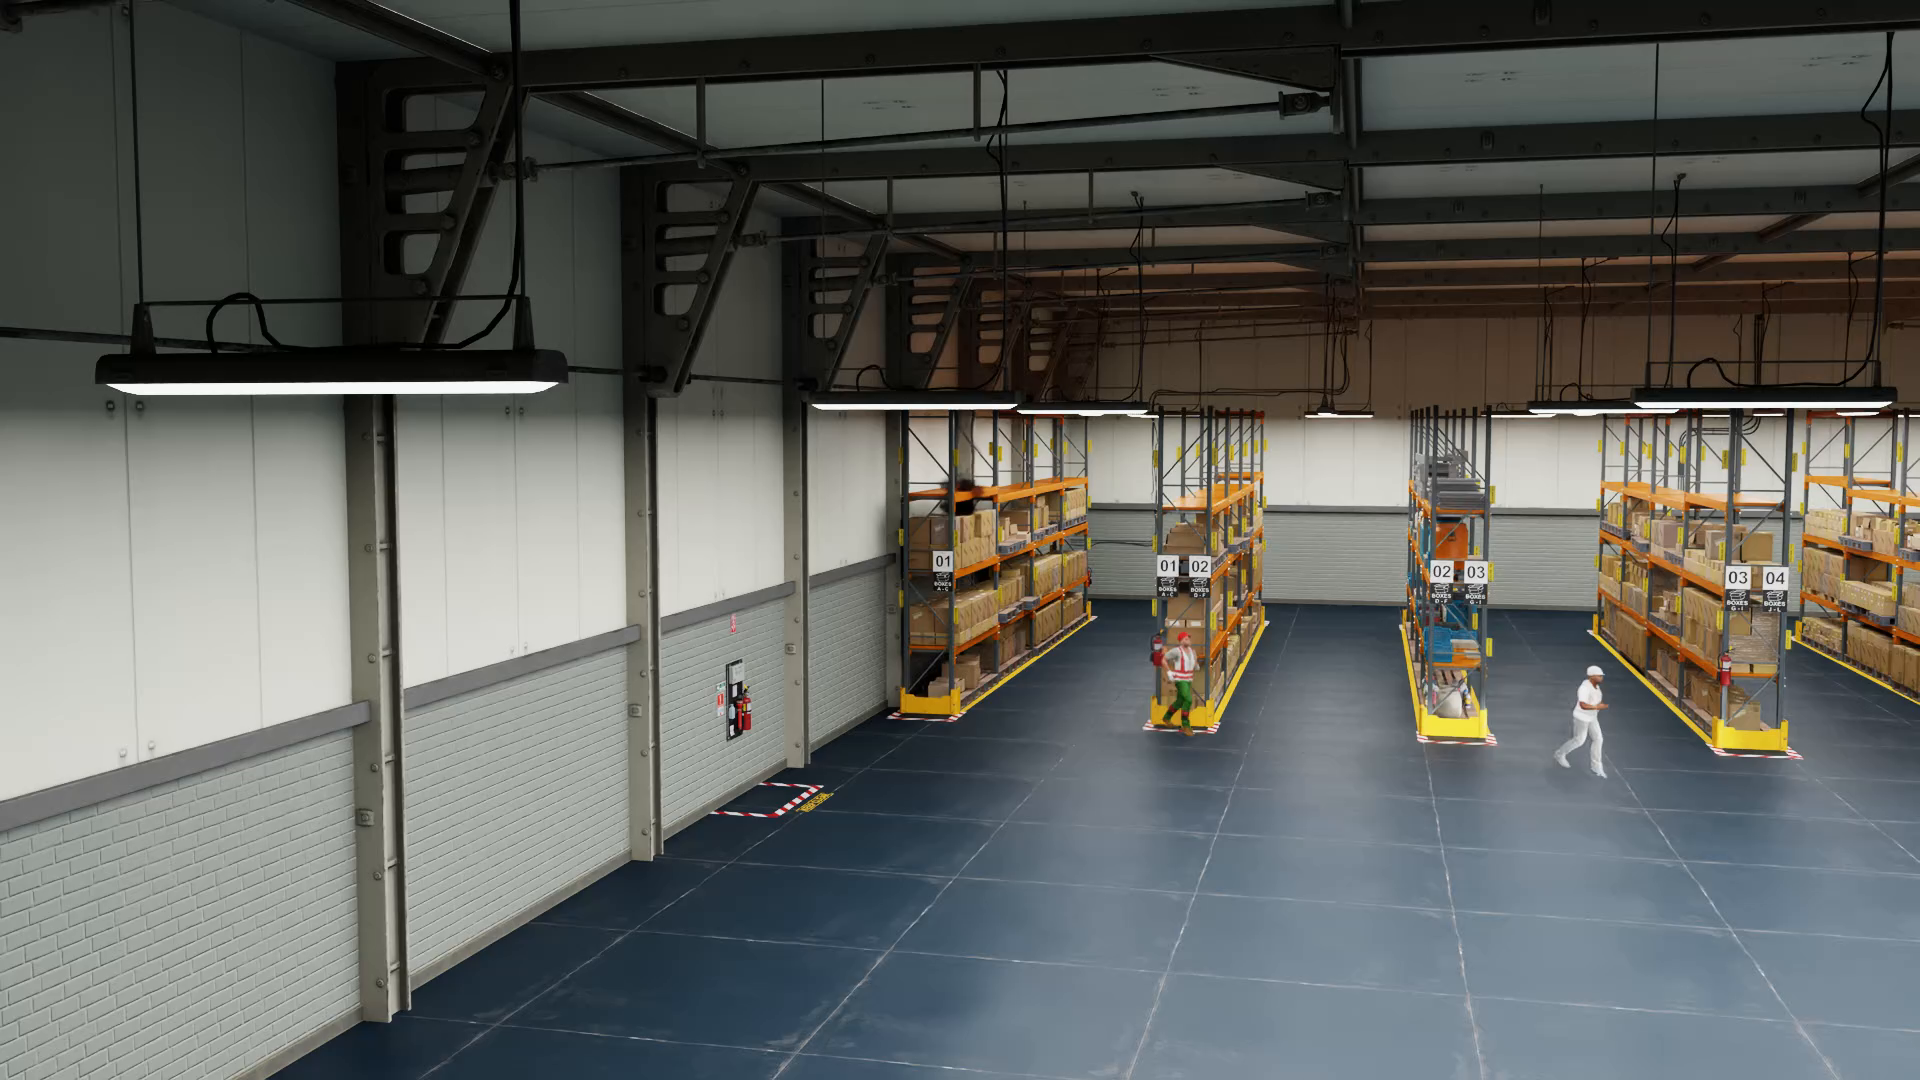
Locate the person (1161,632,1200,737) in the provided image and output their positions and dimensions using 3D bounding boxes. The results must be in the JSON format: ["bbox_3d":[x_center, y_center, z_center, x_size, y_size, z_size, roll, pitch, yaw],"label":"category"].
[{"bbox_3d":[3.971,2.549,29.775,0.801,1.837,0.659,4,6,44],"label":"person"}]

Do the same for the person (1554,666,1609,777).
[{"bbox_3d":[10.109,2.934,26.987,0.925,1.816,0.714,4,6,45],"label":"person"}]
